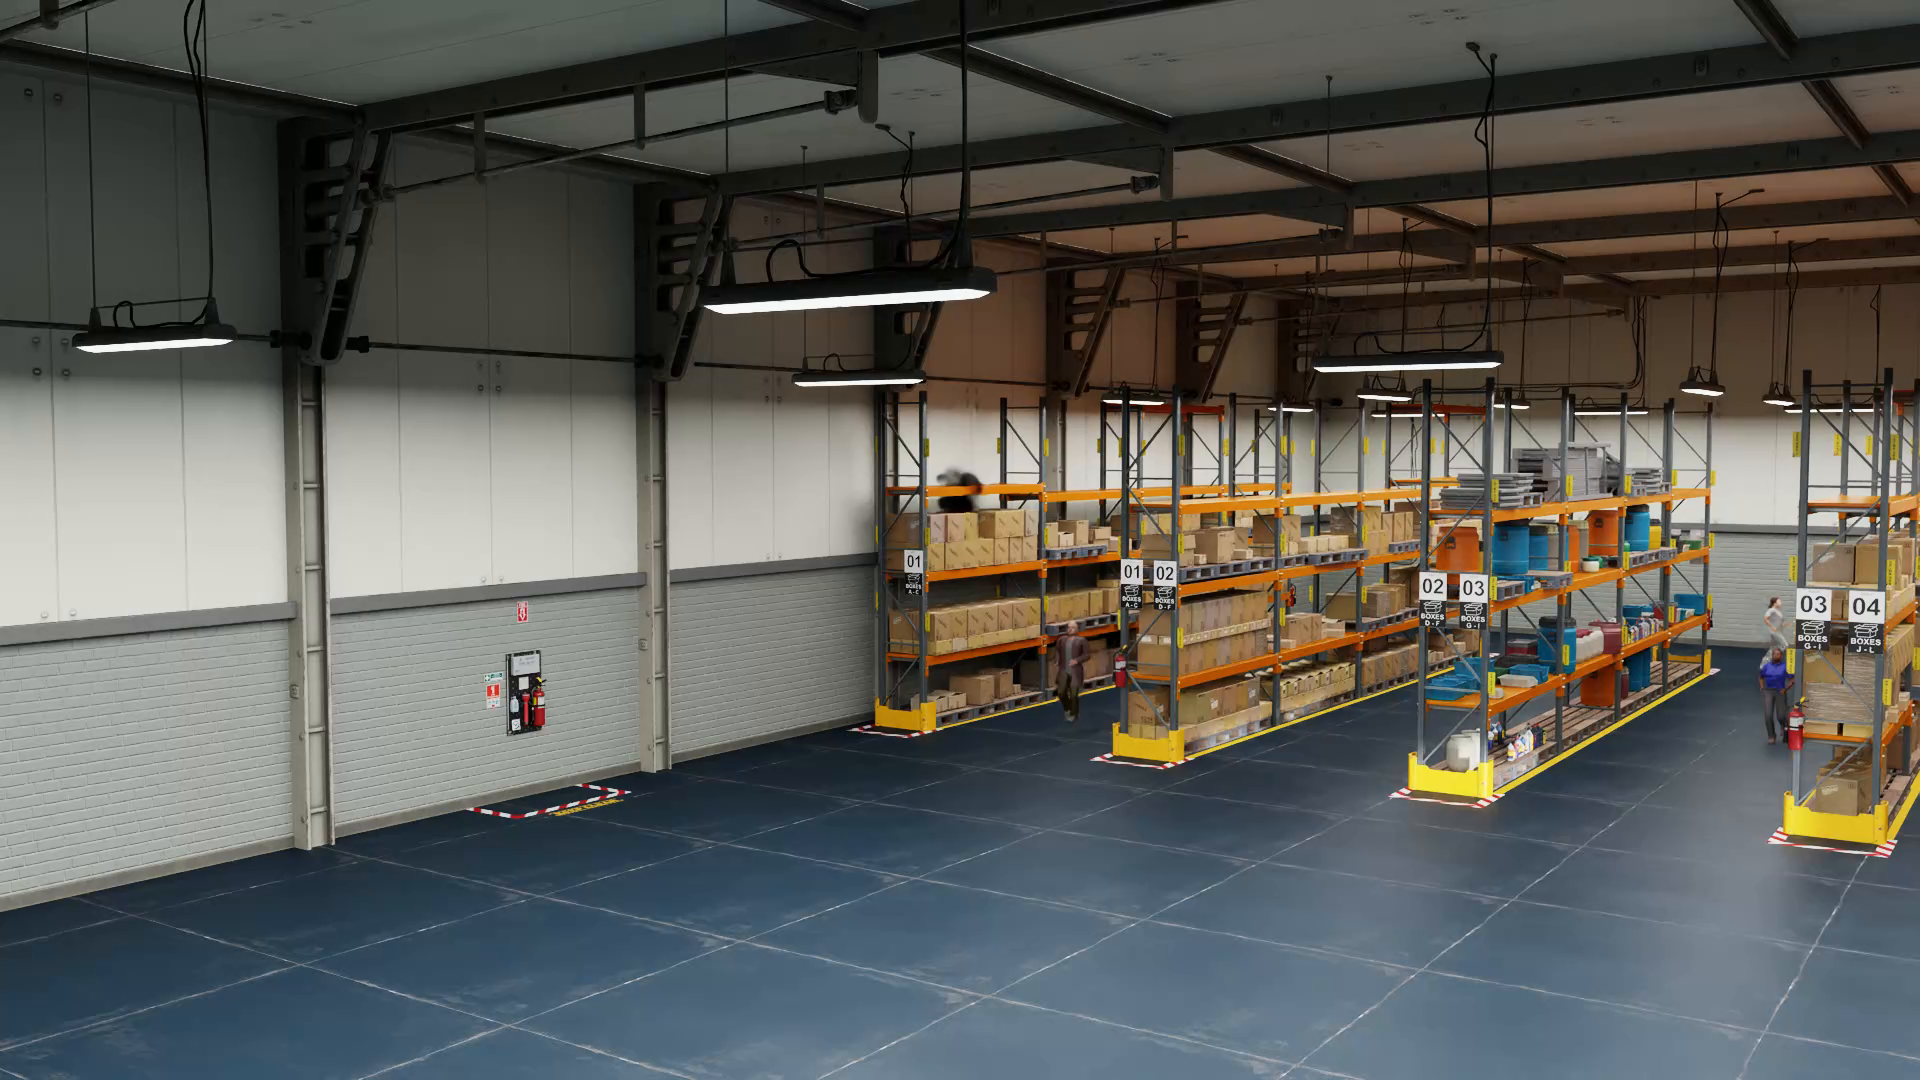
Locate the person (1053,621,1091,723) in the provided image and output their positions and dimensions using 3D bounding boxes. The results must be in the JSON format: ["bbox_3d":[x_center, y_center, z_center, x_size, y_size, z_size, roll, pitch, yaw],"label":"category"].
[{"bbox_3d":[1.881,2.275,28.460,0.703,1.757,0.625,1,3,21],"label":"person"}]

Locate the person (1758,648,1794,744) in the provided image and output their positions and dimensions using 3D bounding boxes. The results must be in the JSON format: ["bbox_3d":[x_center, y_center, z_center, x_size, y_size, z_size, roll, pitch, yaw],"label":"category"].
[{"bbox_3d":[13.831,2.633,28.203,0.576,1.604,0.612,2,4,37],"label":"person"}]

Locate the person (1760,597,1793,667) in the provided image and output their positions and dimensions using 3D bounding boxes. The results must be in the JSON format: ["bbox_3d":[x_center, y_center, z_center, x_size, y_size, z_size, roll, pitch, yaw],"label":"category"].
[{"bbox_3d":[18.355,2.096,37.382,0.637,1.642,0.539,2,4,35],"label":"person"}]
